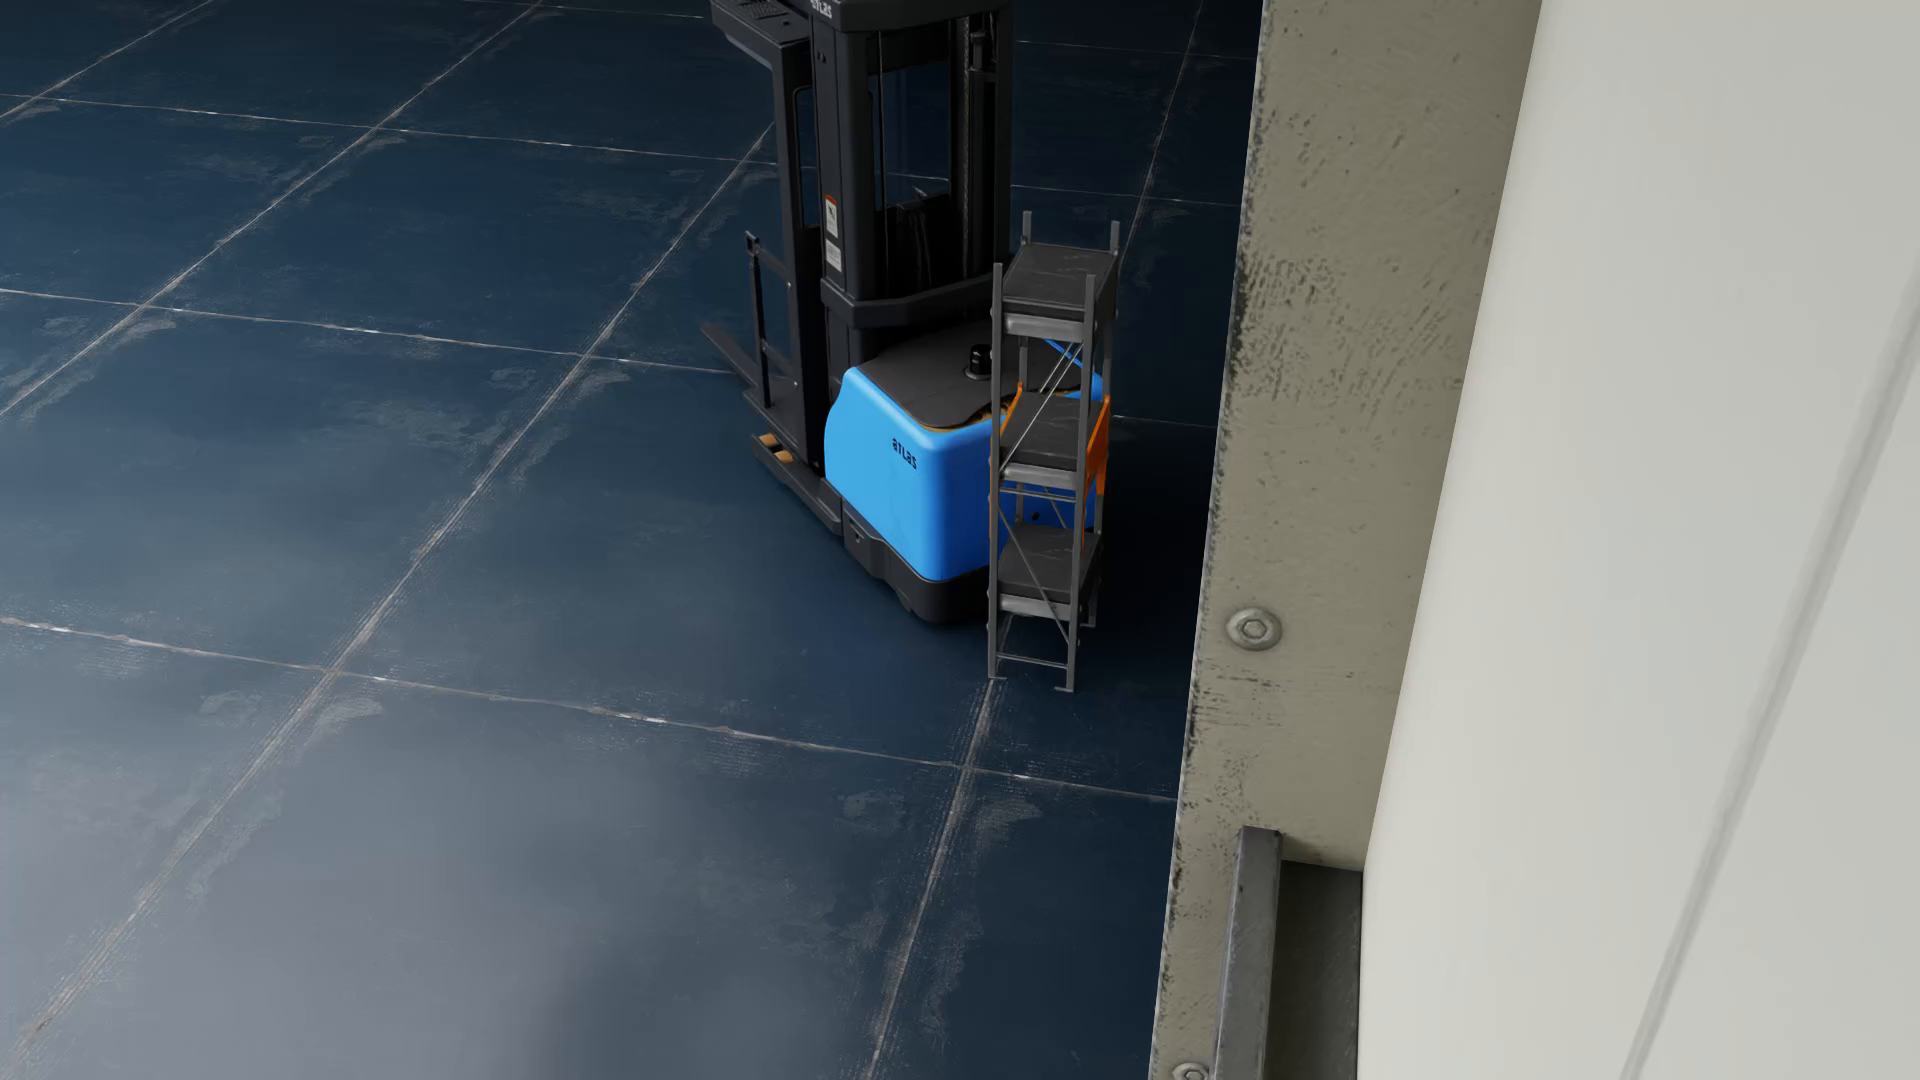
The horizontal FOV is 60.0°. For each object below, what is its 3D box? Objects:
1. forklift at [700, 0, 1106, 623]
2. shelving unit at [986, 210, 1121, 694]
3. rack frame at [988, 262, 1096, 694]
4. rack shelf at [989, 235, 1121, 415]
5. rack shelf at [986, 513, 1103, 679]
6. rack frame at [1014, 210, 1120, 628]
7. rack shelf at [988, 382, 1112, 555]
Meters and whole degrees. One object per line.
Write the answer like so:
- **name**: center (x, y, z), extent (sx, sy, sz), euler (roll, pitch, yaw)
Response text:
- **forklift**: center (-0.479, -1.632, 8.274), extent (1.130, 2.935, 3.031), euler (-20, 40, -25)
- **shelving unit**: center (0.389, -0.325, 7.179), extent (0.431, 2.100, 0.503), euler (9, 37, 12)
- **rack frame**: center (0.324, -0.187, 6.989), extent (0.400, 2.100, 0.015), euler (9, 37, 12)
- **rack shelf**: center (0.389, -0.881, 6.777), extent (0.431, 0.518, 0.480), euler (9, 37, 12)
- **rack shelf**: center (0.389, 0.253, 7.598), extent (0.431, 0.518, 0.480), euler (9, 37, 12)
- **rack frame**: center (0.454, -0.463, 7.370), extent (0.400, 2.100, 0.015), euler (9, 37, 12)
- **rack shelf**: center (0.389, -0.314, 7.187), extent (0.431, 0.518, 0.480), euler (9, 37, 12)
